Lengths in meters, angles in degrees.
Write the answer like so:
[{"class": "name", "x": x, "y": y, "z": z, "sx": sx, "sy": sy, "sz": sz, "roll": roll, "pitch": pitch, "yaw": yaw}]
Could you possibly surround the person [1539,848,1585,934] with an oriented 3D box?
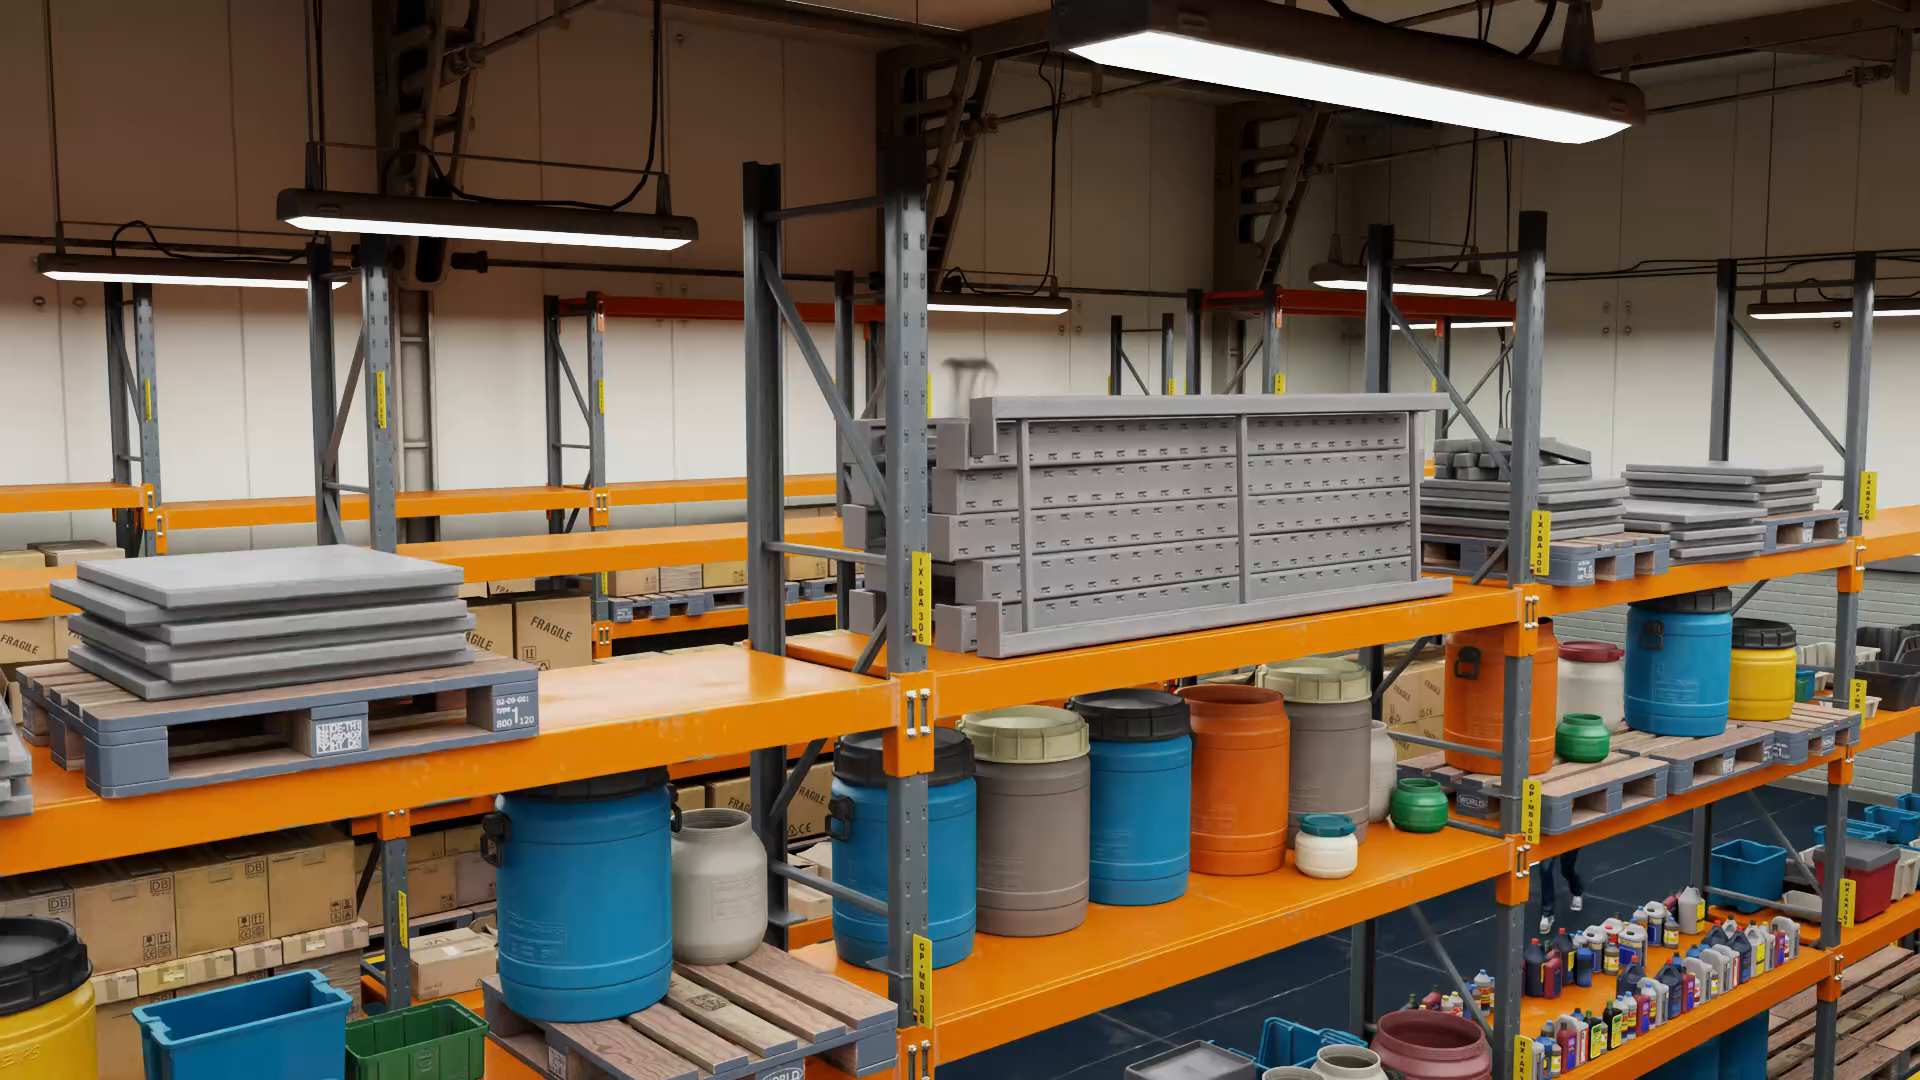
[{"class": "person", "x": 5.709, "y": 2.854, "z": 15.795, "sx": 0.557, "sy": 1.580, "sz": 0.930, "roll": 4, "pitch": 7, "yaw": 36}]
